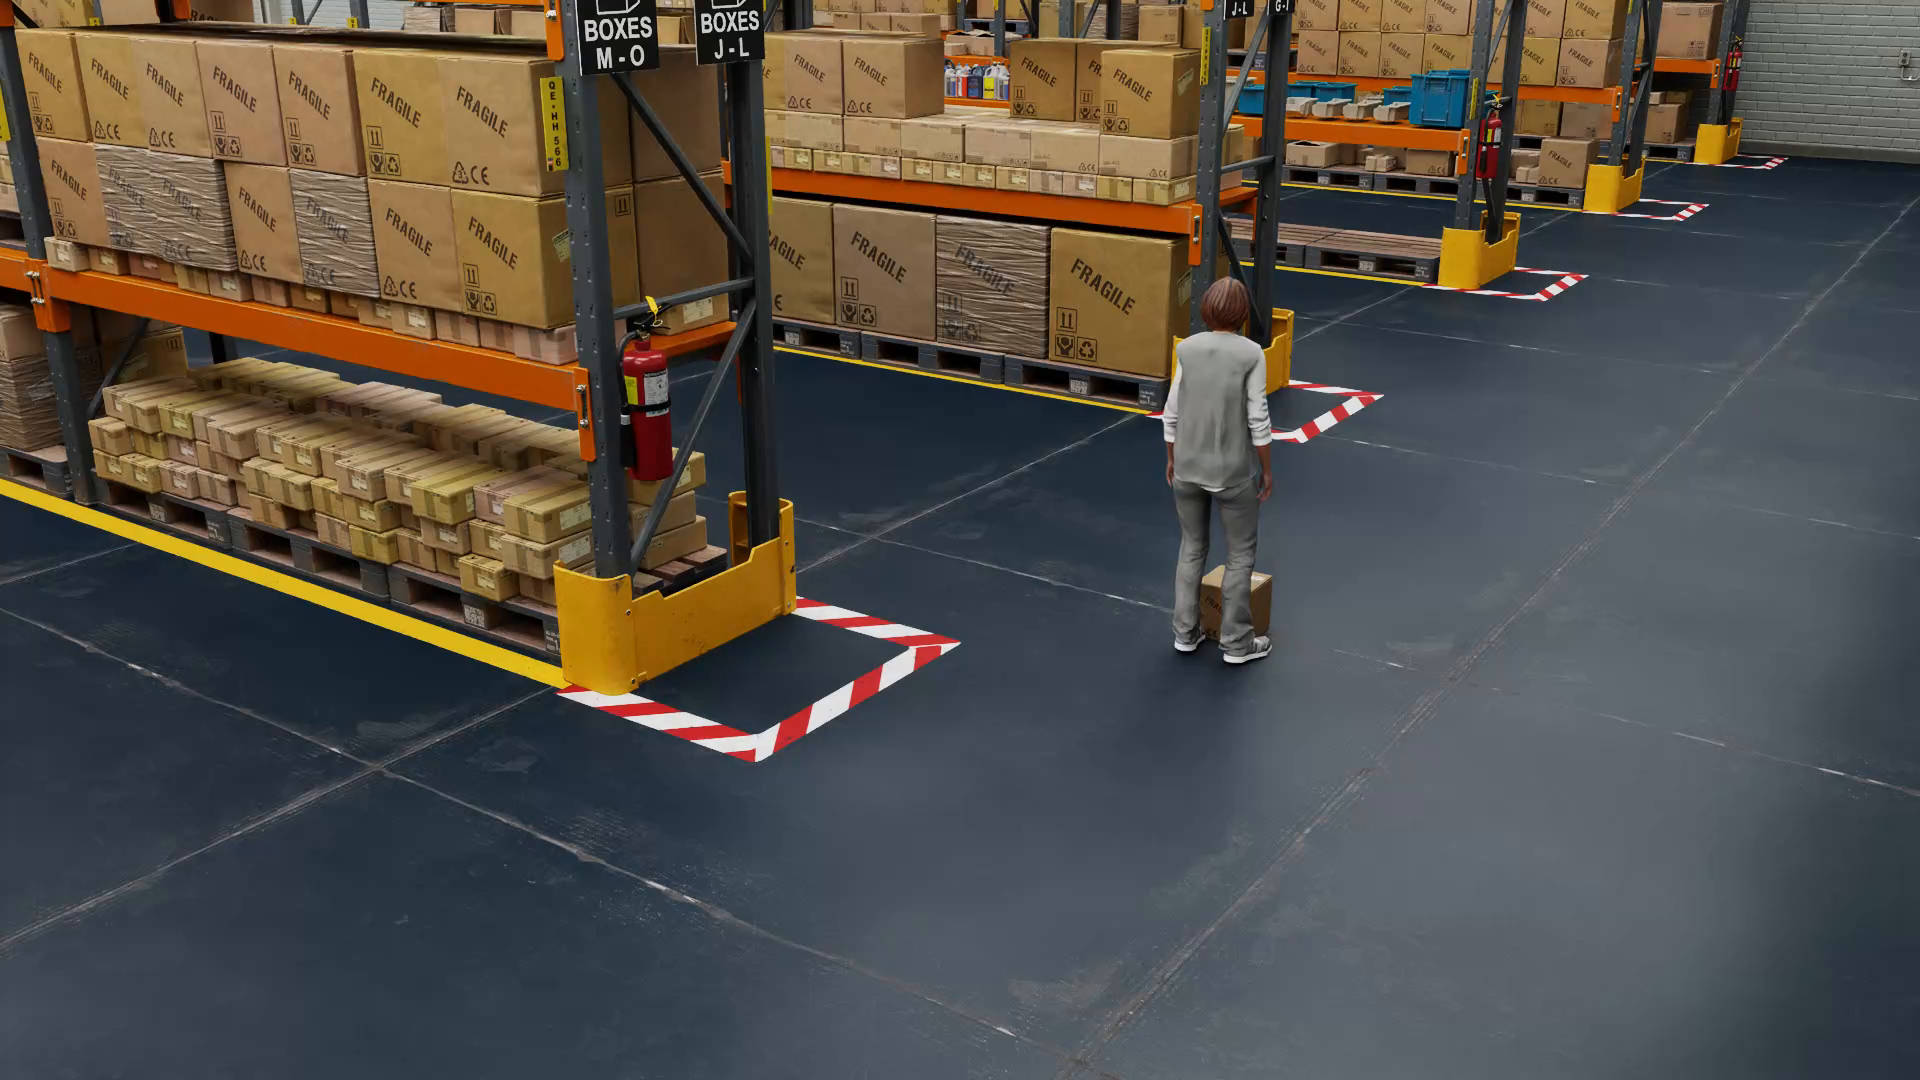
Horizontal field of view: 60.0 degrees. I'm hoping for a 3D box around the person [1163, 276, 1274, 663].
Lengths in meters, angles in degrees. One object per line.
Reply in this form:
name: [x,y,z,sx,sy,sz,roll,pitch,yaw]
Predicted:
person: [1.060,-0.276,6.841,0.484,1.594,0.340,12,23,29]
